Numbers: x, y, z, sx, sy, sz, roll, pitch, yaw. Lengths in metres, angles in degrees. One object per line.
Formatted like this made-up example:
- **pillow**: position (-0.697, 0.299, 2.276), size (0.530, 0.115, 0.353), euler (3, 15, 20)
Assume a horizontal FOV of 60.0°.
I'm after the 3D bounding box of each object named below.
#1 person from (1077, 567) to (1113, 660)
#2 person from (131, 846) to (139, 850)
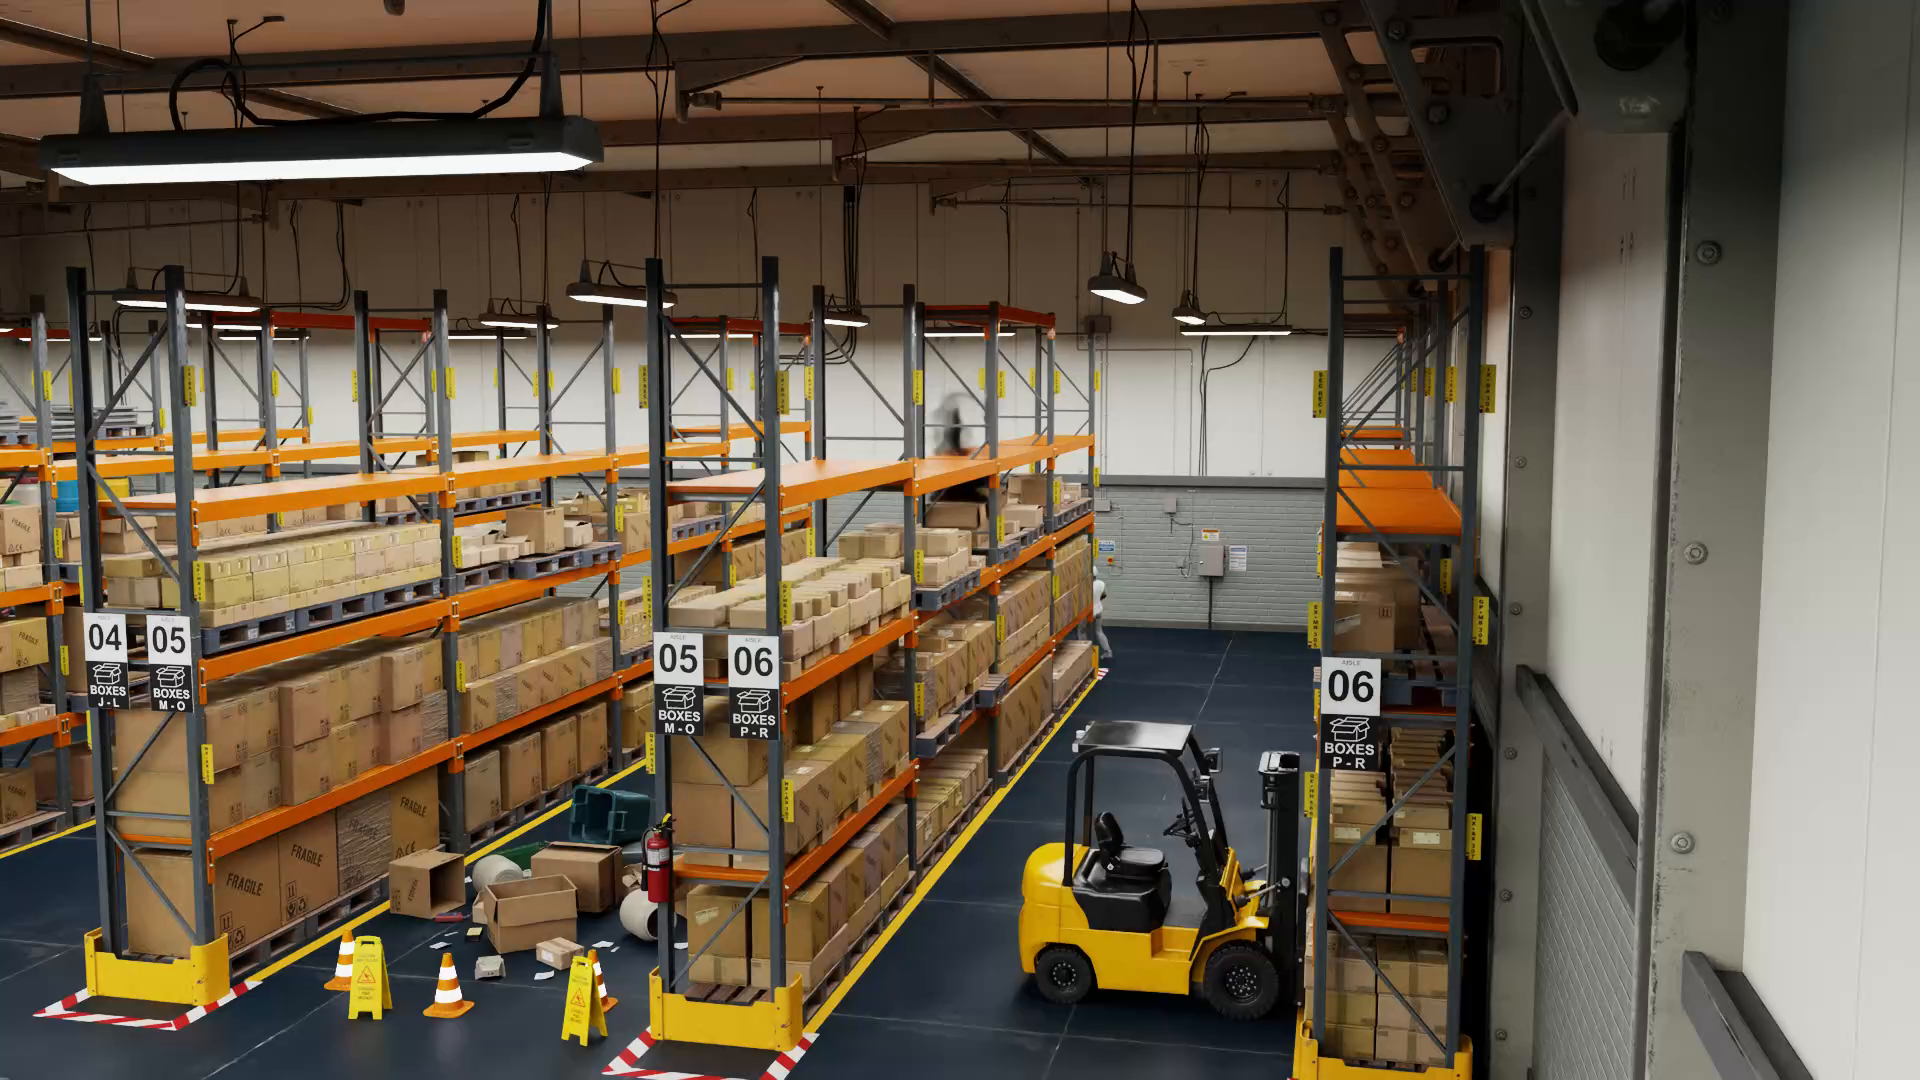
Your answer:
- **person**: position (2.253, 1.294, 29.575), size (0.747, 1.732, 0.913), euler (-4, 7, -34)
- **person**: position (-7.654, 2.662, 15.918), size (0.678, 1.833, 0.918), euler (0, 6, 2)
